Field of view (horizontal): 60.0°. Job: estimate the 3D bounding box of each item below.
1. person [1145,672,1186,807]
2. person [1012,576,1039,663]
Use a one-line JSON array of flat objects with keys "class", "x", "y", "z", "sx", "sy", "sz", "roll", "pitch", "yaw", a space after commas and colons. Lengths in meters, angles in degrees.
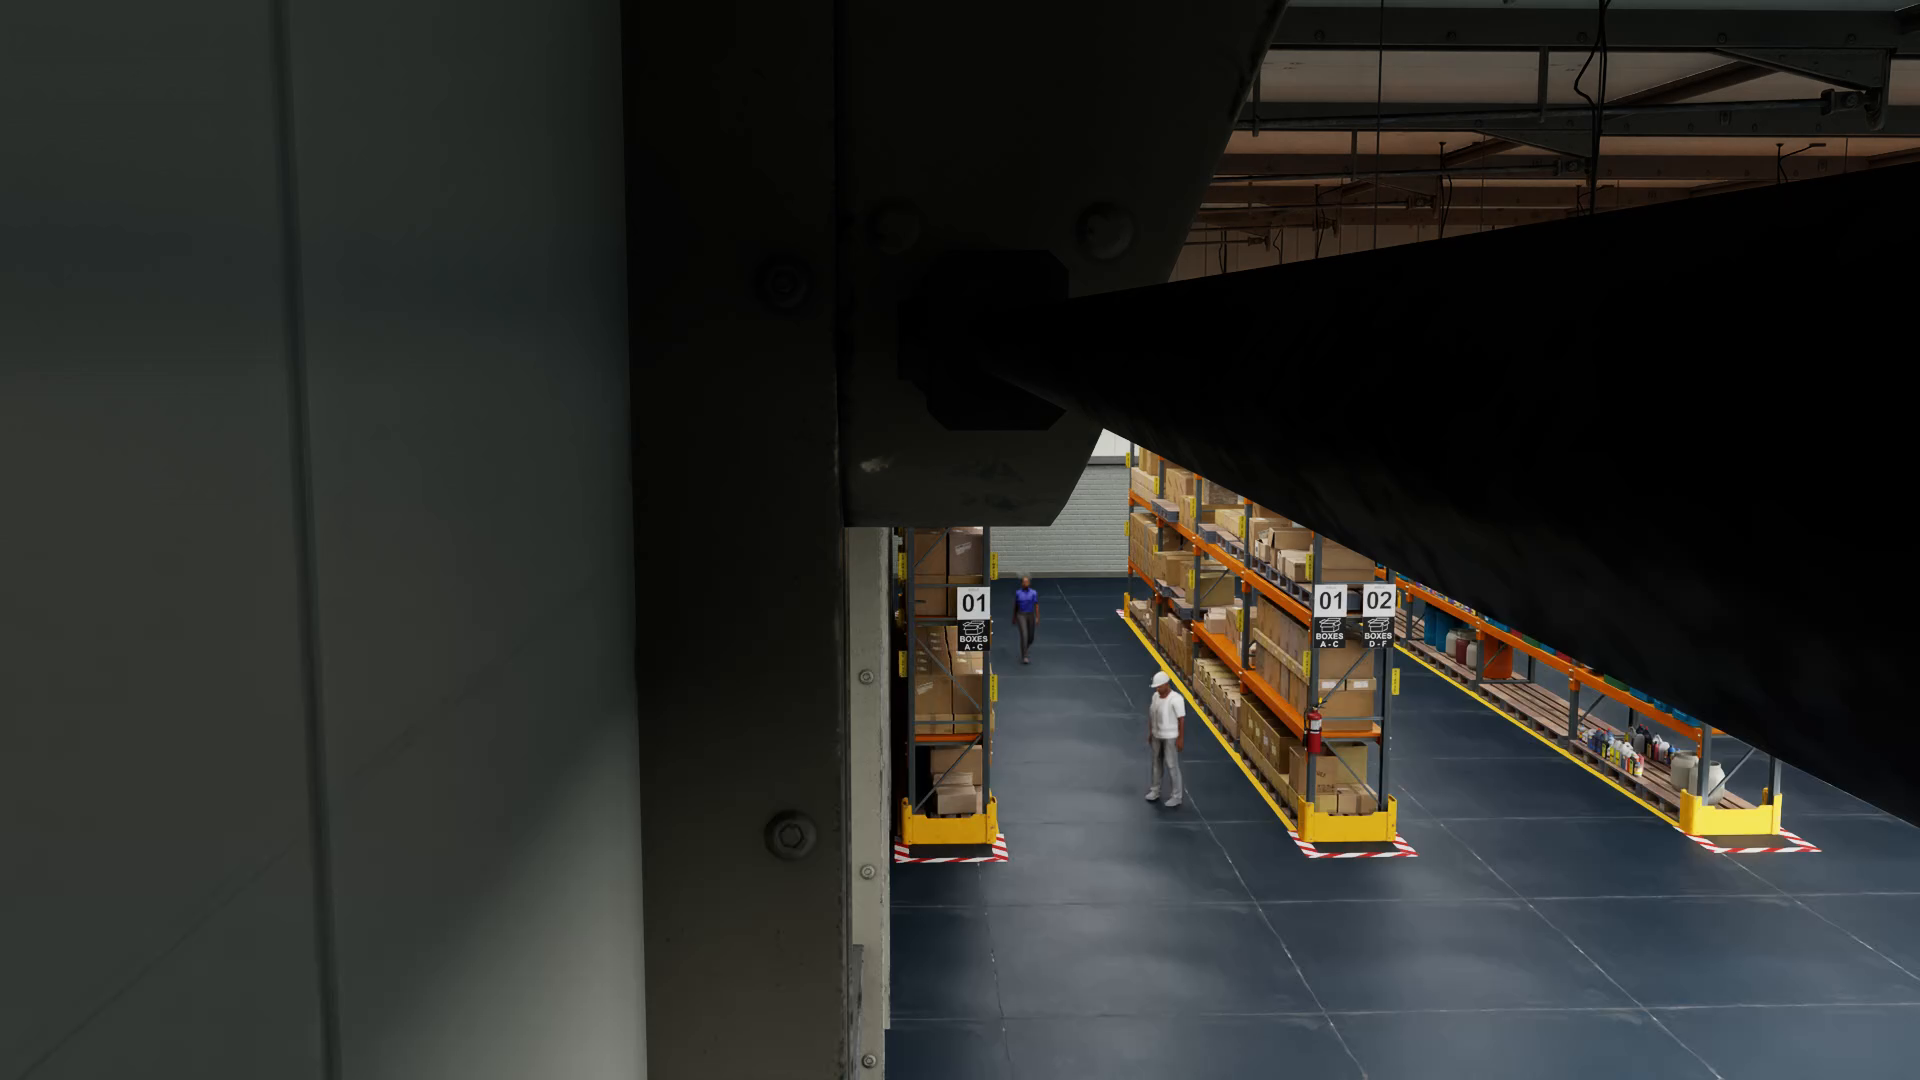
[{"class": "person", "x": 2.711, "y": 2.618, "z": 22.181, "sx": 0.406, "sy": 1.766, "sz": 0.629, "roll": -5, "pitch": 9, "yaw": -33}, {"class": "person", "x": 1.253, "y": 1.582, "z": 31.623, "sx": 0.471, "sy": 1.398, "sz": 0.877, "roll": -2, "pitch": 7, "yaw": -13}]
